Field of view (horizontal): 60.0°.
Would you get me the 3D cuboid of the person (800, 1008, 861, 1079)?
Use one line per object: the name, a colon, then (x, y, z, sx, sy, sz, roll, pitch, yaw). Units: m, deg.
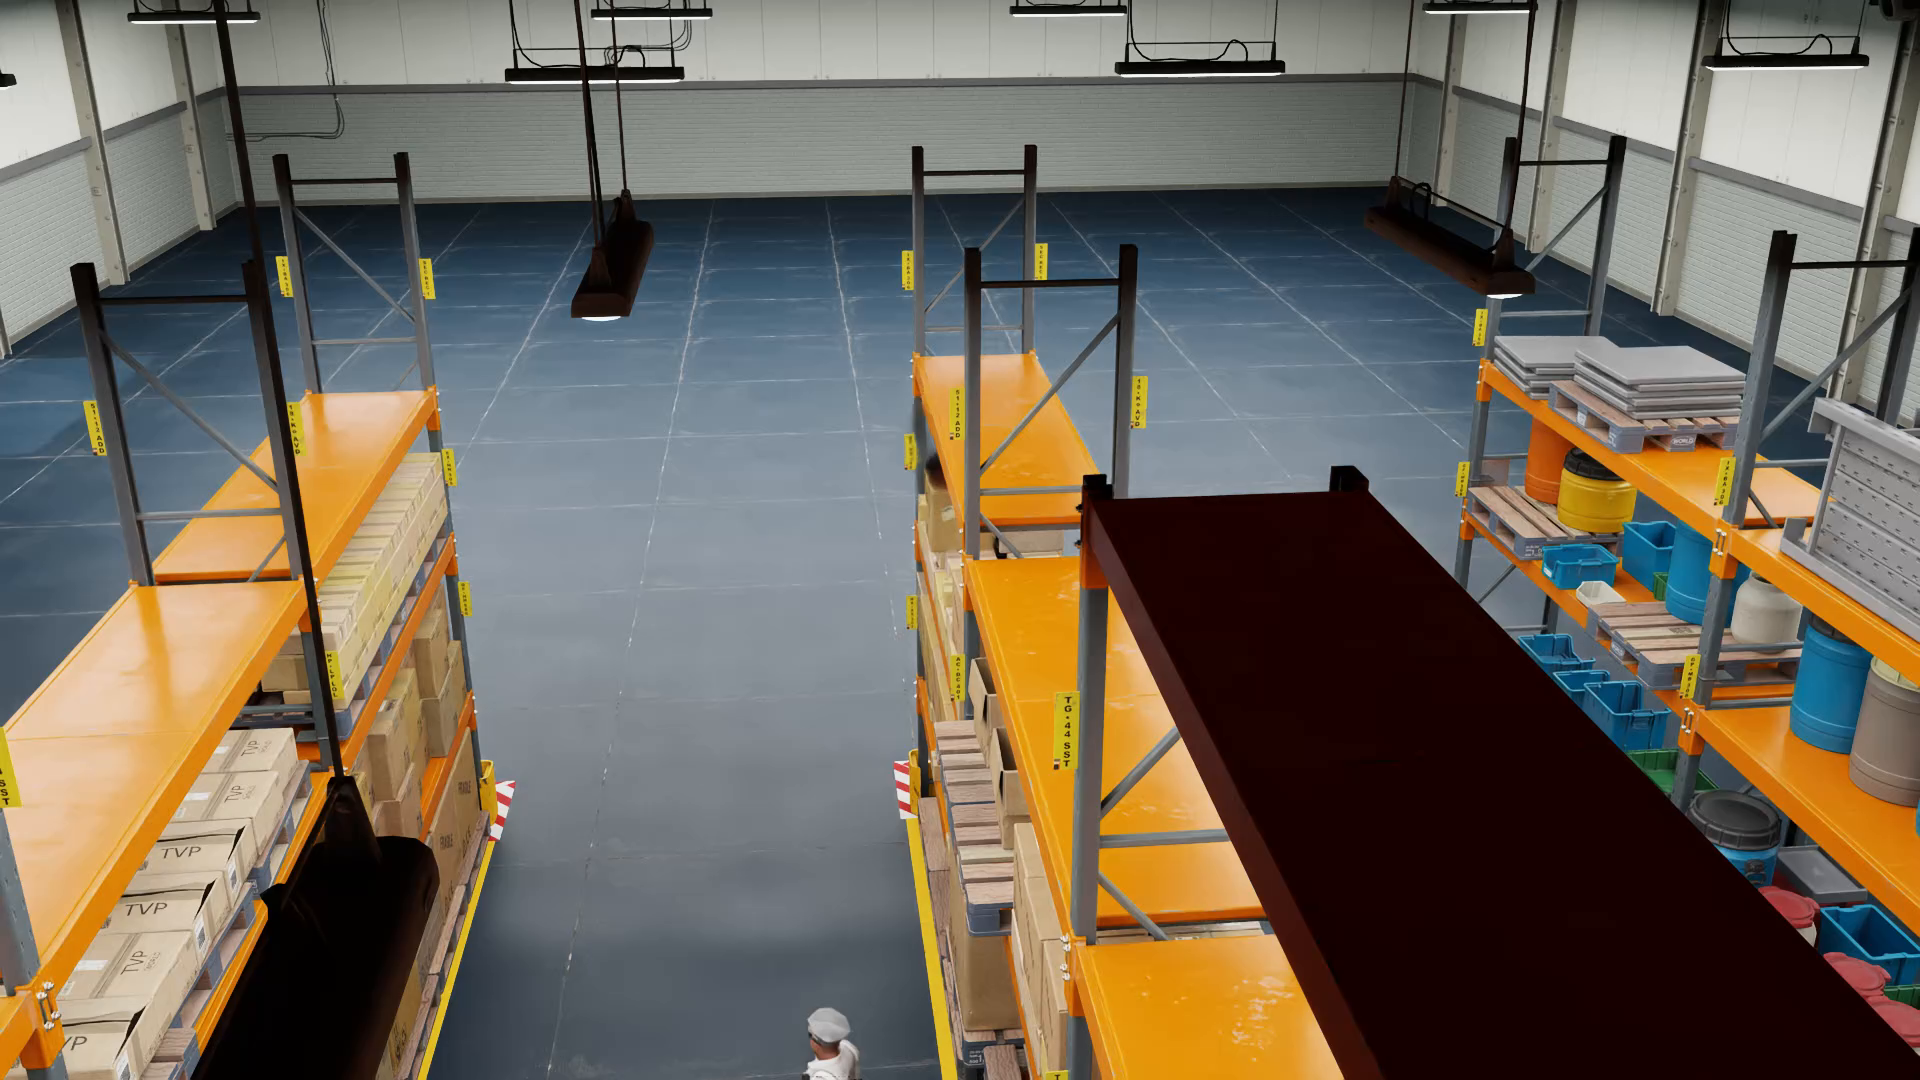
person: (-0.780, 3.648, 10.070, 0.434, 1.799, 0.601, 4, 22, 10)
